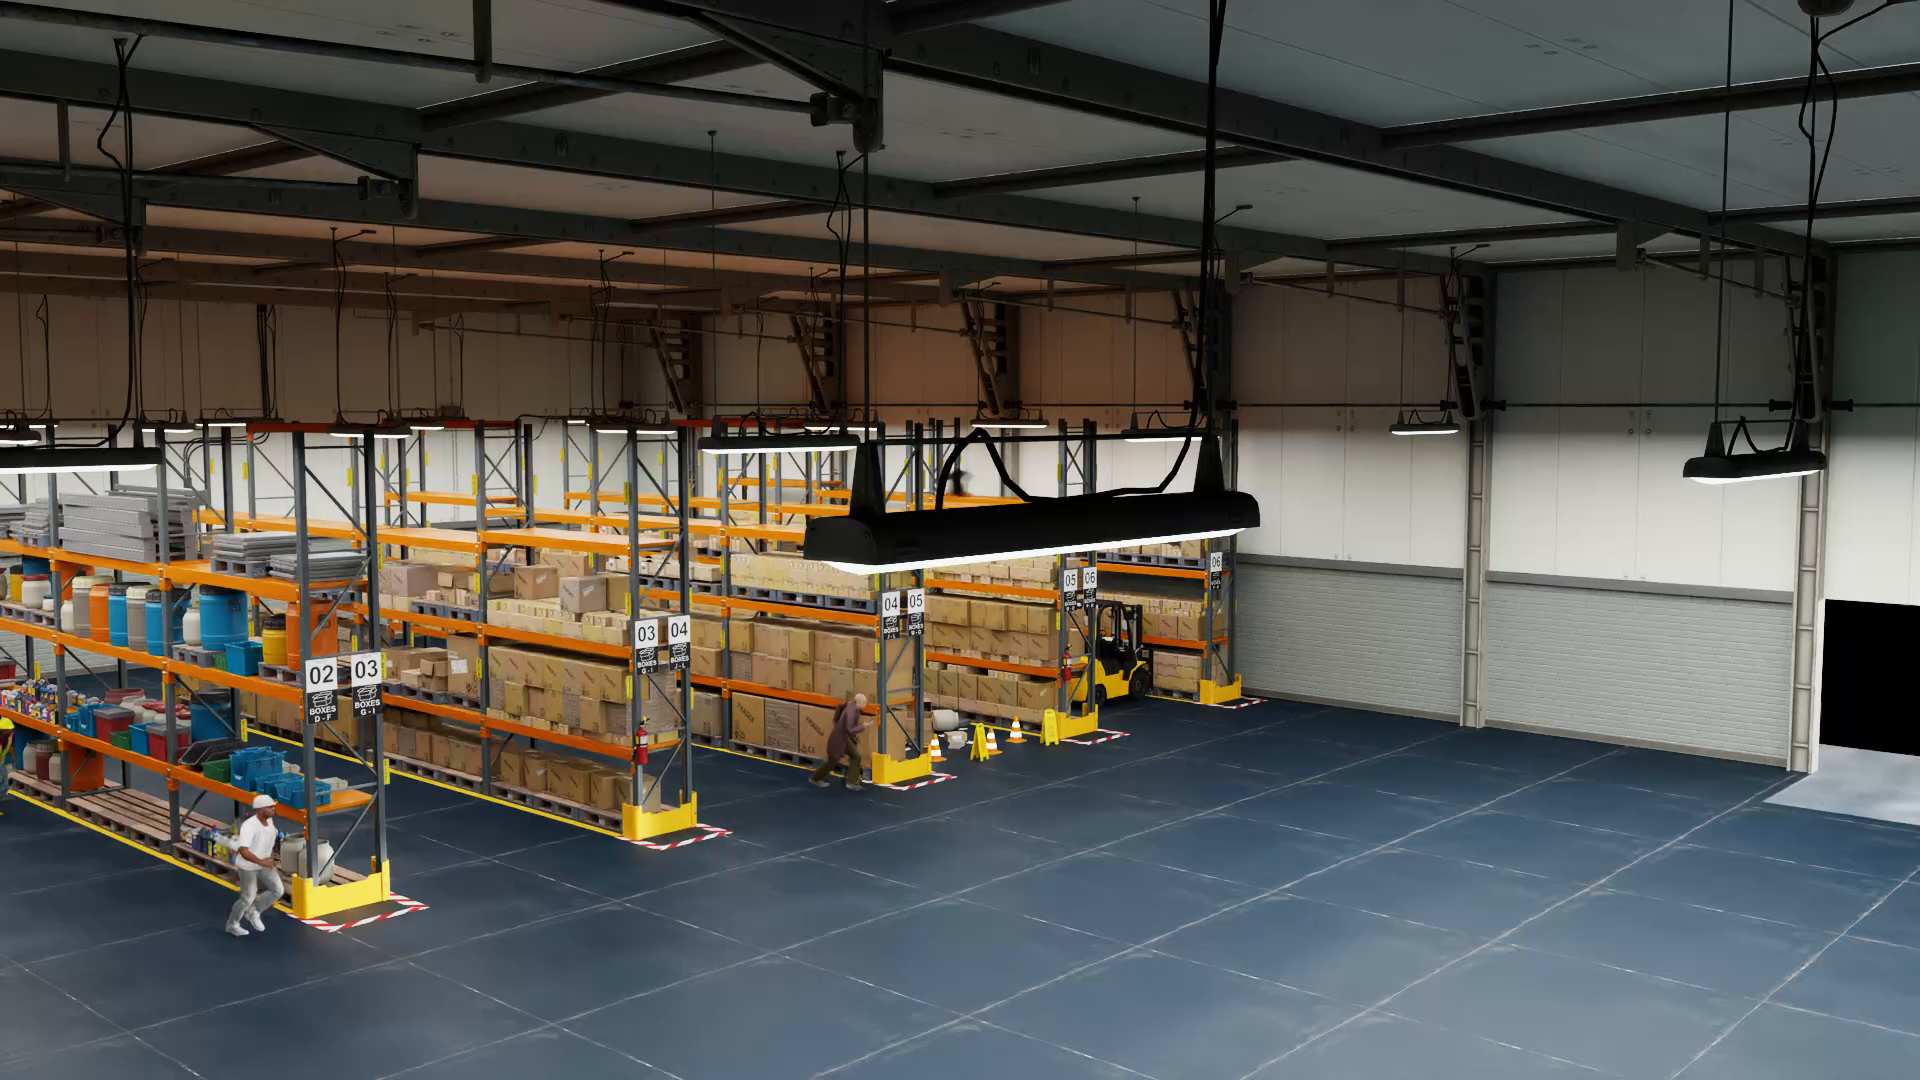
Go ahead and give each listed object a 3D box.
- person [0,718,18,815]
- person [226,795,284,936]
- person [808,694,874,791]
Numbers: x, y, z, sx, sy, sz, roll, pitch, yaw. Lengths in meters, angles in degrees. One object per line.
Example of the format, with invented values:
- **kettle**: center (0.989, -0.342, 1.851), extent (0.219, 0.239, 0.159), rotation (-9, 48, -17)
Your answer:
- **person**: center (-14.859, 3.476, 25.492), extent (0.972, 1.562, 0.722), rotation (2, 5, 25)
- **person**: center (-8.398, 3.858, 19.785), extent (0.724, 1.687, 0.721), rotation (1, 5, 13)
- **person**: center (-1.953, 3.345, 27.136), extent (1.150, 1.604, 0.709), rotation (1, 5, 11)
